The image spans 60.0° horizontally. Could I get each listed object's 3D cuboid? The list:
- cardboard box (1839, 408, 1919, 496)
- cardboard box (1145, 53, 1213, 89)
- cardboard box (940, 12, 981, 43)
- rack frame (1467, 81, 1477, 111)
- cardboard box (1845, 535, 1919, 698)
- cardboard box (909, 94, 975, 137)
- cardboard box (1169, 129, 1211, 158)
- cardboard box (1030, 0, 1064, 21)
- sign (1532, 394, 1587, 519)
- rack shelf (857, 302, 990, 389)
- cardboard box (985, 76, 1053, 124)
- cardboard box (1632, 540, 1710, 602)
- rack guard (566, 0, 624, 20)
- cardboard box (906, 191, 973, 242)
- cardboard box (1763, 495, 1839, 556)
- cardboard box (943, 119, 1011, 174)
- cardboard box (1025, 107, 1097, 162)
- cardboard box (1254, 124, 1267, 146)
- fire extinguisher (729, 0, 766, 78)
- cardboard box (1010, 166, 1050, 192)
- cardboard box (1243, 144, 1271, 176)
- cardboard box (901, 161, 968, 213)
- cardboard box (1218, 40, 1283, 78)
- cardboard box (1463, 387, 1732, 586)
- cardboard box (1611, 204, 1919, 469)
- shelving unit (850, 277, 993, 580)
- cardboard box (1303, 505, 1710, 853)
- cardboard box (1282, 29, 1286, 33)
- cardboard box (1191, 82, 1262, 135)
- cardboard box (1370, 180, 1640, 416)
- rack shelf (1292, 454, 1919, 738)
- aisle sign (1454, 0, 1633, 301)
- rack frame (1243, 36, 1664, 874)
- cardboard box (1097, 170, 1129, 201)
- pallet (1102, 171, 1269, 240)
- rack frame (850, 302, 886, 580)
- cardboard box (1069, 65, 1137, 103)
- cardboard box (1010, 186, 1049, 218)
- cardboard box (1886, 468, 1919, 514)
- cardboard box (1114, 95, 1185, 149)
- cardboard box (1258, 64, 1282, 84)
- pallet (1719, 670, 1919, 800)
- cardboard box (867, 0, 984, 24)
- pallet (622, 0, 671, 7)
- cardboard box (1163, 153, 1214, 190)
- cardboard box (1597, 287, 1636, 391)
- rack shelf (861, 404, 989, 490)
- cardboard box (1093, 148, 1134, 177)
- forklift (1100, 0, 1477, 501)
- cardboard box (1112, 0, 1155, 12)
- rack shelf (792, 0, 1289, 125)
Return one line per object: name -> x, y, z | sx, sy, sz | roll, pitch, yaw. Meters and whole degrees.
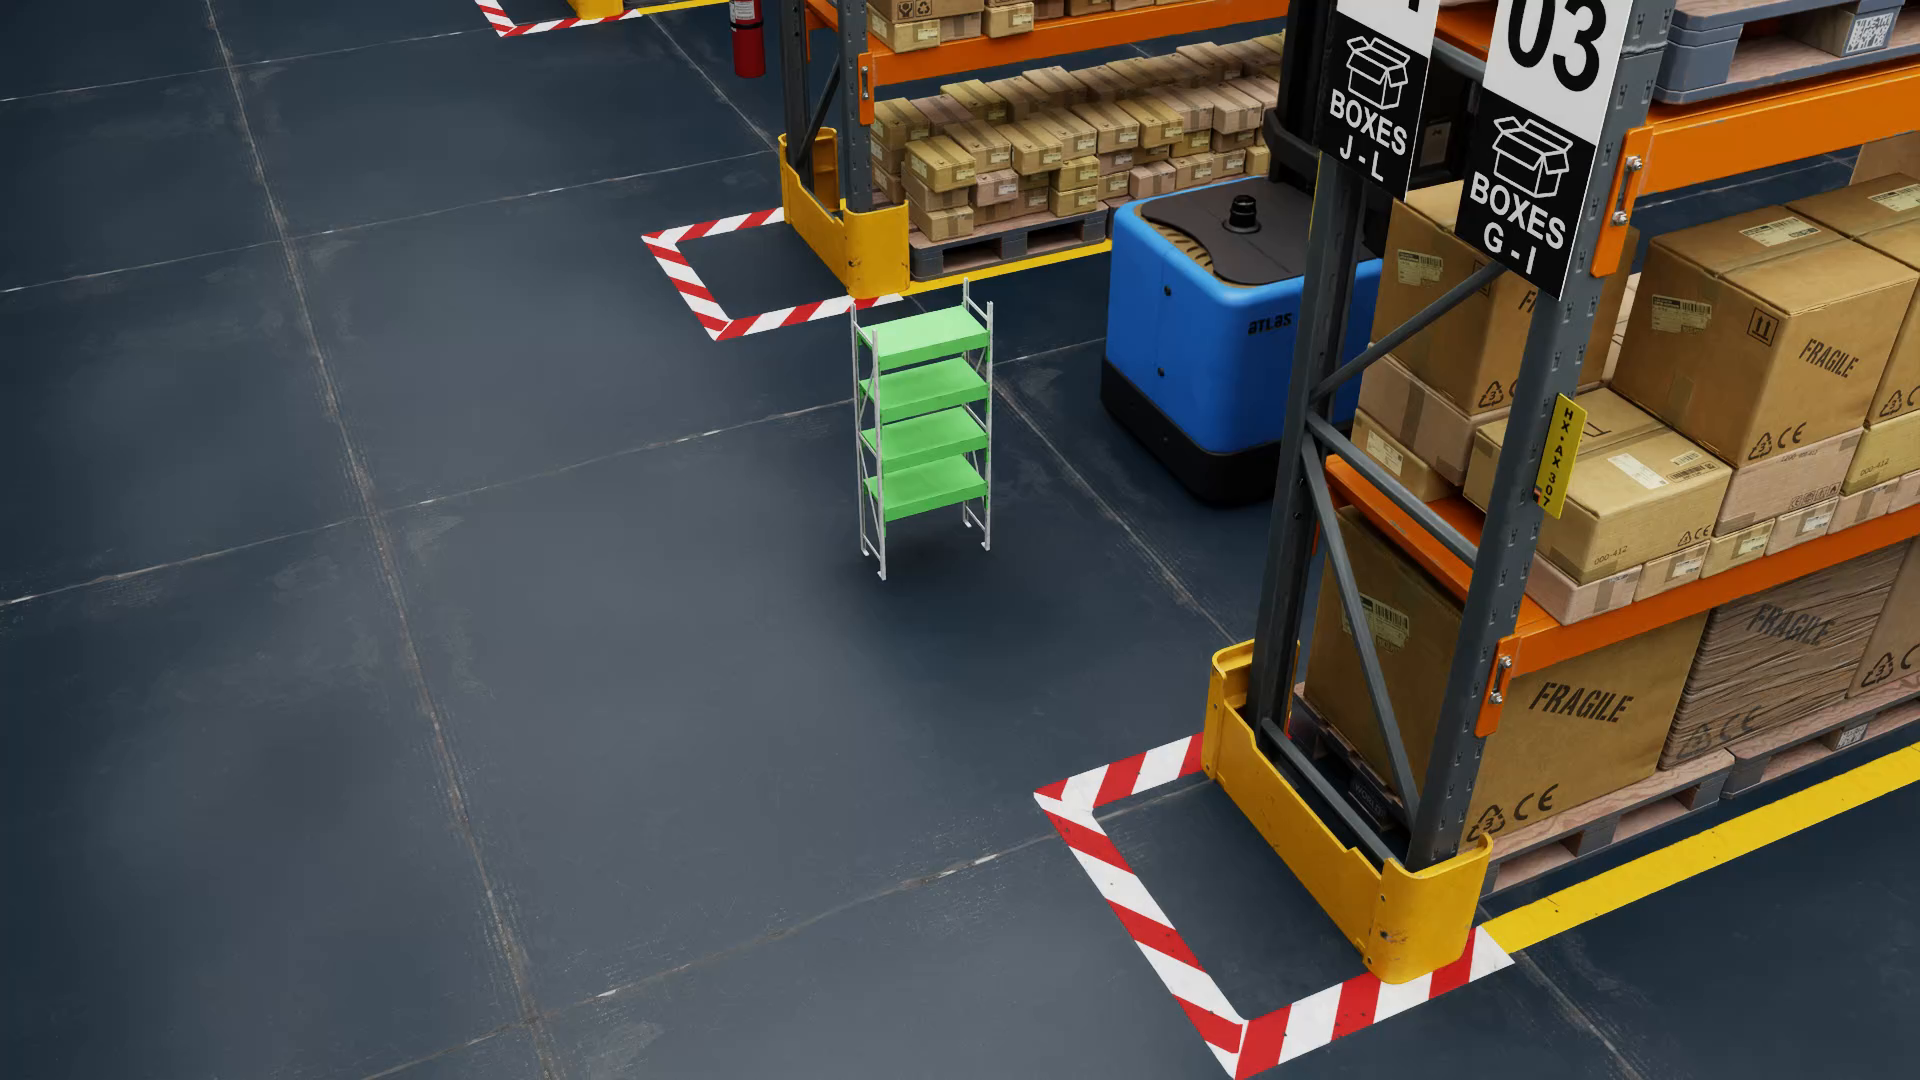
cardboard box -> 2.764, -0.427, 5.184 | 0.500, 0.250, 0.500 | -17, 40, -21
cardboard box -> 1.310, -2.791, 10.036 | 0.250, 0.149, 0.380 | -17, 40, -22
cardboard box -> -0.080, -2.723, 8.614 | 0.250, 0.149, 0.380 | -14, 39, -18
rack frame -> 2.895, -3.844, 9.915 | 0.127, 3.000, 1.000 | -16, 39, -20
cardboard box -> 3.465, -0.107, 6.308 | 0.875, 0.875, 0.875 | -16, 39, -20
cardboard box -> -0.102, -2.398, 9.506 | 0.250, 0.149, 0.380 | -15, 39, -19
cardboard box -> 1.269, -2.396, 9.754 | 0.250, 0.149, 0.380 | -14, 39, -18
cardboard box -> 0.363, -2.901, 8.855 | 0.250, 0.149, 0.380 | -14, 39, -18
sign -> 1.521, -0.210, 4.222 | 0.005, 0.325, 0.100 | -16, 39, -20
rack shelf -> -0.150, -0.774, 6.588 | 0.480, 0.148, 0.258 | -16, 39, -20
cardboard box -> 0.340, -2.563, 9.729 | 0.250, 0.149, 0.380 | -17, 40, -22
cardboard box -> 1.984, -0.008, 4.954 | 0.250, 0.149, 0.380 | -16, 40, -21
rack guard -> -2.942, -4.465, 12.851 | 0.348, 0.500, 1.175 | -16, 39, -20
cardboard box -> -0.115, -1.815, 9.220 | 0.250, 0.149, 0.380 | -15, 39, -19
cardboard box -> 2.451, -0.140, 5.131 | 0.250, 0.149, 0.380 | -16, 40, -21
cardboard box -> 0.092, -2.178, 9.210 | 0.250, 0.149, 0.380 | -15, 39, -19
cardboard box -> 0.563, -2.280, 9.348 | 0.250, 0.149, 0.380 | -18, 40, -22
cardboard box -> 1.779, -2.498, 9.891 | 0.250, 0.149, 0.380 | -15, 39, -19
fire extinguisher -> -1.150, -2.836, 8.934 | 0.183, 0.674, 0.296 | -16, 39, -20
cardboard box -> 0.314, -2.117, 9.378 | 0.250, 0.149, 0.380 | -15, 39, -19
cardboard box -> 1.748, -2.323, 9.904 | 0.250, 0.149, 0.380 | -16, 39, -20
cardboard box -> -0.142, -1.969, 9.178 | 0.250, 0.149, 0.380 | -14, 39, -18
cardboard box -> 1.787, -2.925, 10.216 | 0.250, 0.149, 0.380 | -17, 40, -21
cardboard box -> 1.840, -0.166, 4.833 | 0.500, 0.250, 0.500 | -17, 40, -21
cardboard box -> 2.292, -0.594, 4.780 | 0.500, 0.500, 0.500 | -17, 40, -21
shelving unit -> -0.150, -0.440, 6.836 | 0.503, 1.200, 0.258 | -16, 39, -20
cardboard box -> 1.836, 0.348, 5.693 | 0.875, 0.875, 0.875 | -16, 39, -20
cardboard box -> 2.221, -3.093, 10.444 | 0.250, 0.149, 0.380 | -14, 39, -18
cardboard box -> 1.534, -2.507, 9.653 | 0.250, 0.149, 0.380 | -17, 40, -22
cardboard box -> 1.620, -0.757, 4.999 | 0.500, 0.500, 0.500 | -15, 39, -19
rack shelf -> 3.101, -0.349, 5.806 | 4.000, 0.370, 1.077 | -16, 39, -20
aisle sign -> 1.353, -0.995, 3.892 | 0.004, 0.787, 0.394 | -16, 39, -20
rack frame -> 1.290, -0.131, 4.909 | 0.127, 3.000, 1.000 | -16, 39, -20
cardboard box -> 0.777, -2.114, 9.623 | 0.250, 0.149, 0.380 | -16, 39, -20
pallet -> 1.196, -2.224, 10.071 | 1.213, 0.211, 1.003 | -16, 39, -20
rack frame -> -0.371, -0.378, 6.753 | 0.015, 1.200, 0.240 | -16, 39, -20
cardboard box -> 0.845, -2.668, 9.870 | 0.250, 0.149, 0.380 | -17, 40, -21
cardboard box -> 0.309, -1.992, 9.459 | 0.250, 0.149, 0.380 | -15, 39, -19
cardboard box -> 2.915, -0.269, 5.306 | 0.250, 0.149, 0.380 | -16, 39, -20
cardboard box -> 1.076, -2.387, 9.492 | 0.250, 0.149, 0.380 | -15, 39, -19
cardboard box -> 1.979, -2.700, 9.913 | 0.250, 0.149, 0.380 | -14, 39, -18
pallet -> 3.084, 0.438, 6.483 | 1.213, 0.211, 1.003 | -16, 39, -20
cardboard box -> -0.202, -2.956, 8.384 | 0.500, 0.500, 0.500 | -14, 39, -18
pallet -> -2.230, -4.600, 13.275 | 1.213, 0.211, 1.003 | -16, 39, -20
cardboard box -> 1.279, -2.214, 9.758 | 0.250, 0.149, 0.380 | -16, 39, -20
cardboard box -> 2.076, -0.584, 5.396 | 0.500, 0.250, 0.500 | -16, 40, -21
rack shelf -> -0.150, -0.389, 6.874 | 0.480, 0.148, 0.258 | -16, 39, -20
cardboard box -> 0.792, -2.242, 9.546 | 0.250, 0.149, 0.380 | -18, 40, -22
forklift -> 2.237, -1.940, 7.406 | 3.031, 2.935, 1.130 | -16, 39, -20
cardboard box -> 0.854, -3.004, 8.993 | 0.250, 0.149, 0.380 | -16, 40, -21
rack shelf -> 1.085, -3.049, 9.447 | 4.000, 0.370, 1.077 | -16, 39, -20
